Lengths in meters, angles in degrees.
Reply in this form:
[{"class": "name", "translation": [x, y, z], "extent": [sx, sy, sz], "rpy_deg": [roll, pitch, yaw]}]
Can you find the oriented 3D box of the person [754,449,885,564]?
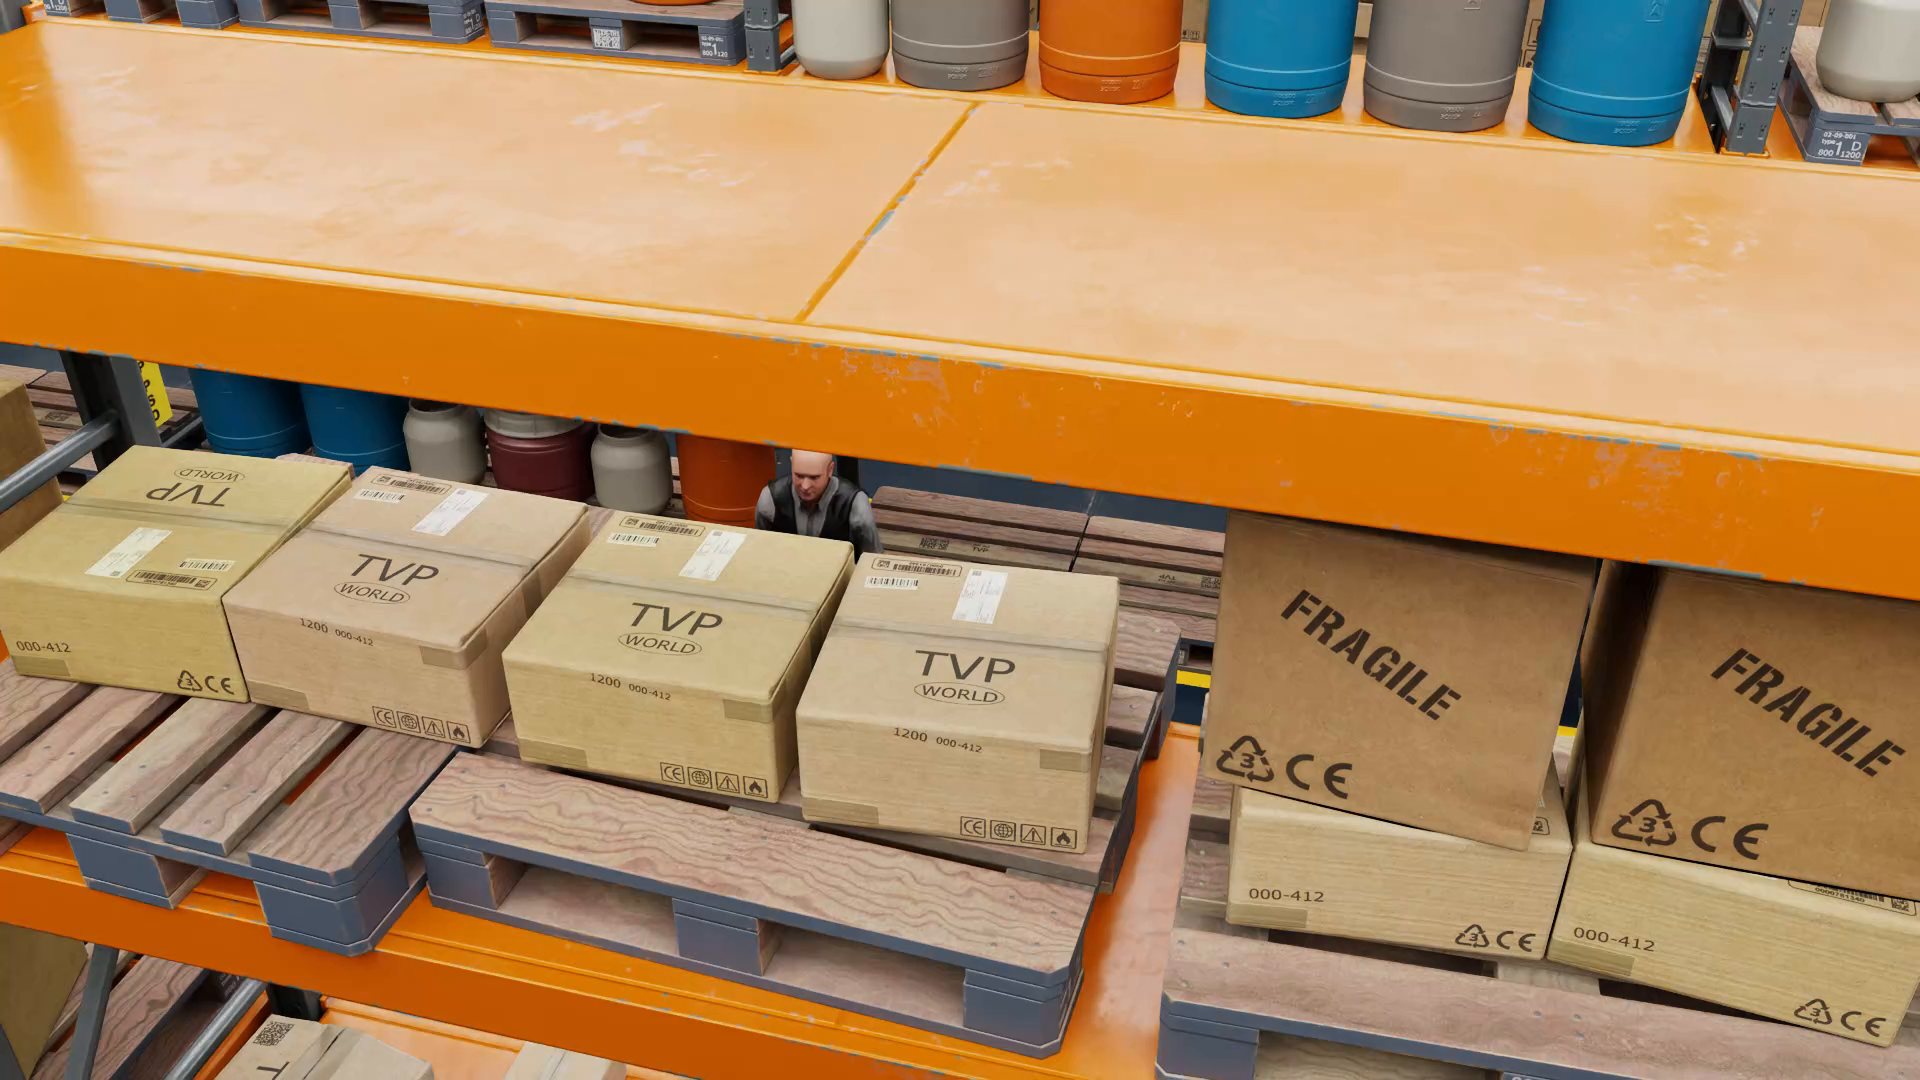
[{"class": "person", "translation": [-0.614, 0.279, 7.248], "extent": [0.591, 1.720, 0.420], "rpy_deg": [6, 33, 9]}]
